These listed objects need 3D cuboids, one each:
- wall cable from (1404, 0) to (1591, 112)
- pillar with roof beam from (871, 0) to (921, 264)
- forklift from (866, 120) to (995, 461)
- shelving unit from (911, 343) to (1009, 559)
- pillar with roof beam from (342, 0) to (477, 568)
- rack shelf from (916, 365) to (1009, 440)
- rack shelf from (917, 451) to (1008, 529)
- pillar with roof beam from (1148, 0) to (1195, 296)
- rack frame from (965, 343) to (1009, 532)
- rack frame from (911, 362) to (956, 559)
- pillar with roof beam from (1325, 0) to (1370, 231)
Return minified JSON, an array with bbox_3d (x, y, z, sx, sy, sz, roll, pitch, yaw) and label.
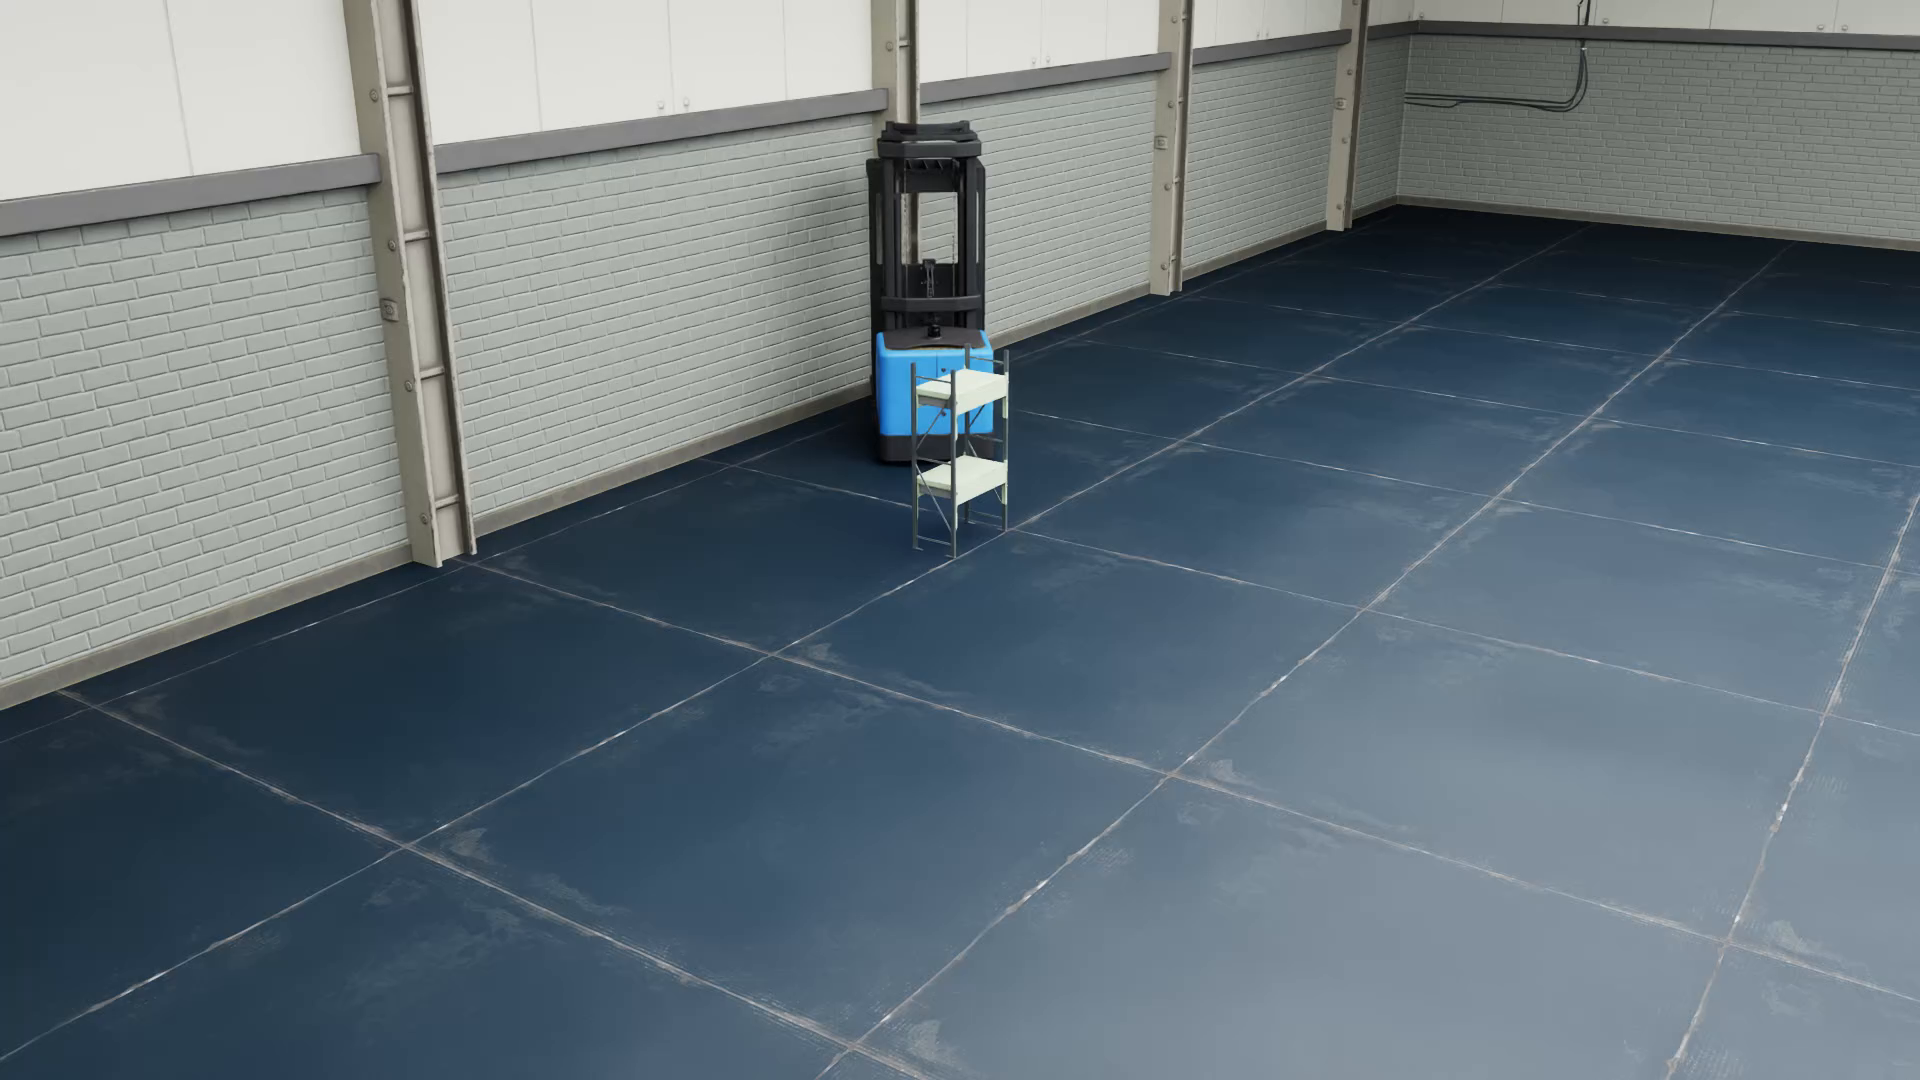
[{"bbox_3d":[8.860,-8.390,27.451,3.097,2.526,0.112,13,24,32],"label":"wall cable"},{"bbox_3d":[2.925,-4.976,13.747,9.100,9.000,0.400,13,24,32],"label":"pillar with roof beam"},{"bbox_3d":[-0.326,-2.551,15.936,1.130,2.935,3.031,-2,20,-4],"label":"forklift"},{"bbox_3d":[0.004,-0.705,13.010,0.431,1.500,0.755,13,24,32],"label":"shelving unit"},{"bbox_3d":[-0.448,-3.255,9.093,9.100,9.000,0.400,13,24,32],"label":"pillar with roof beam"},{"bbox_3d":[0.004,-1.071,12.875,0.431,0.370,0.720,13,24,32],"label":"rack shelf"},{"bbox_3d":[0.004,-0.400,13.123,0.431,0.370,0.720,13,24,32],"label":"rack shelf"},{"bbox_3d":[6.297,-6.698,18.401,9.100,9.000,0.400,13,24,32],"label":"pillar with roof beam"},{"bbox_3d":[0.209,-0.810,13.294,0.400,1.500,0.023,13,24,32],"label":"rack frame"},{"bbox_3d":[-0.202,-0.600,12.726,0.400,1.500,0.023,13,24,32],"label":"rack frame"},{"bbox_3d":[9.670,-8.419,23.055,9.100,9.000,0.400,13,24,32],"label":"pillar with roof beam"}]
